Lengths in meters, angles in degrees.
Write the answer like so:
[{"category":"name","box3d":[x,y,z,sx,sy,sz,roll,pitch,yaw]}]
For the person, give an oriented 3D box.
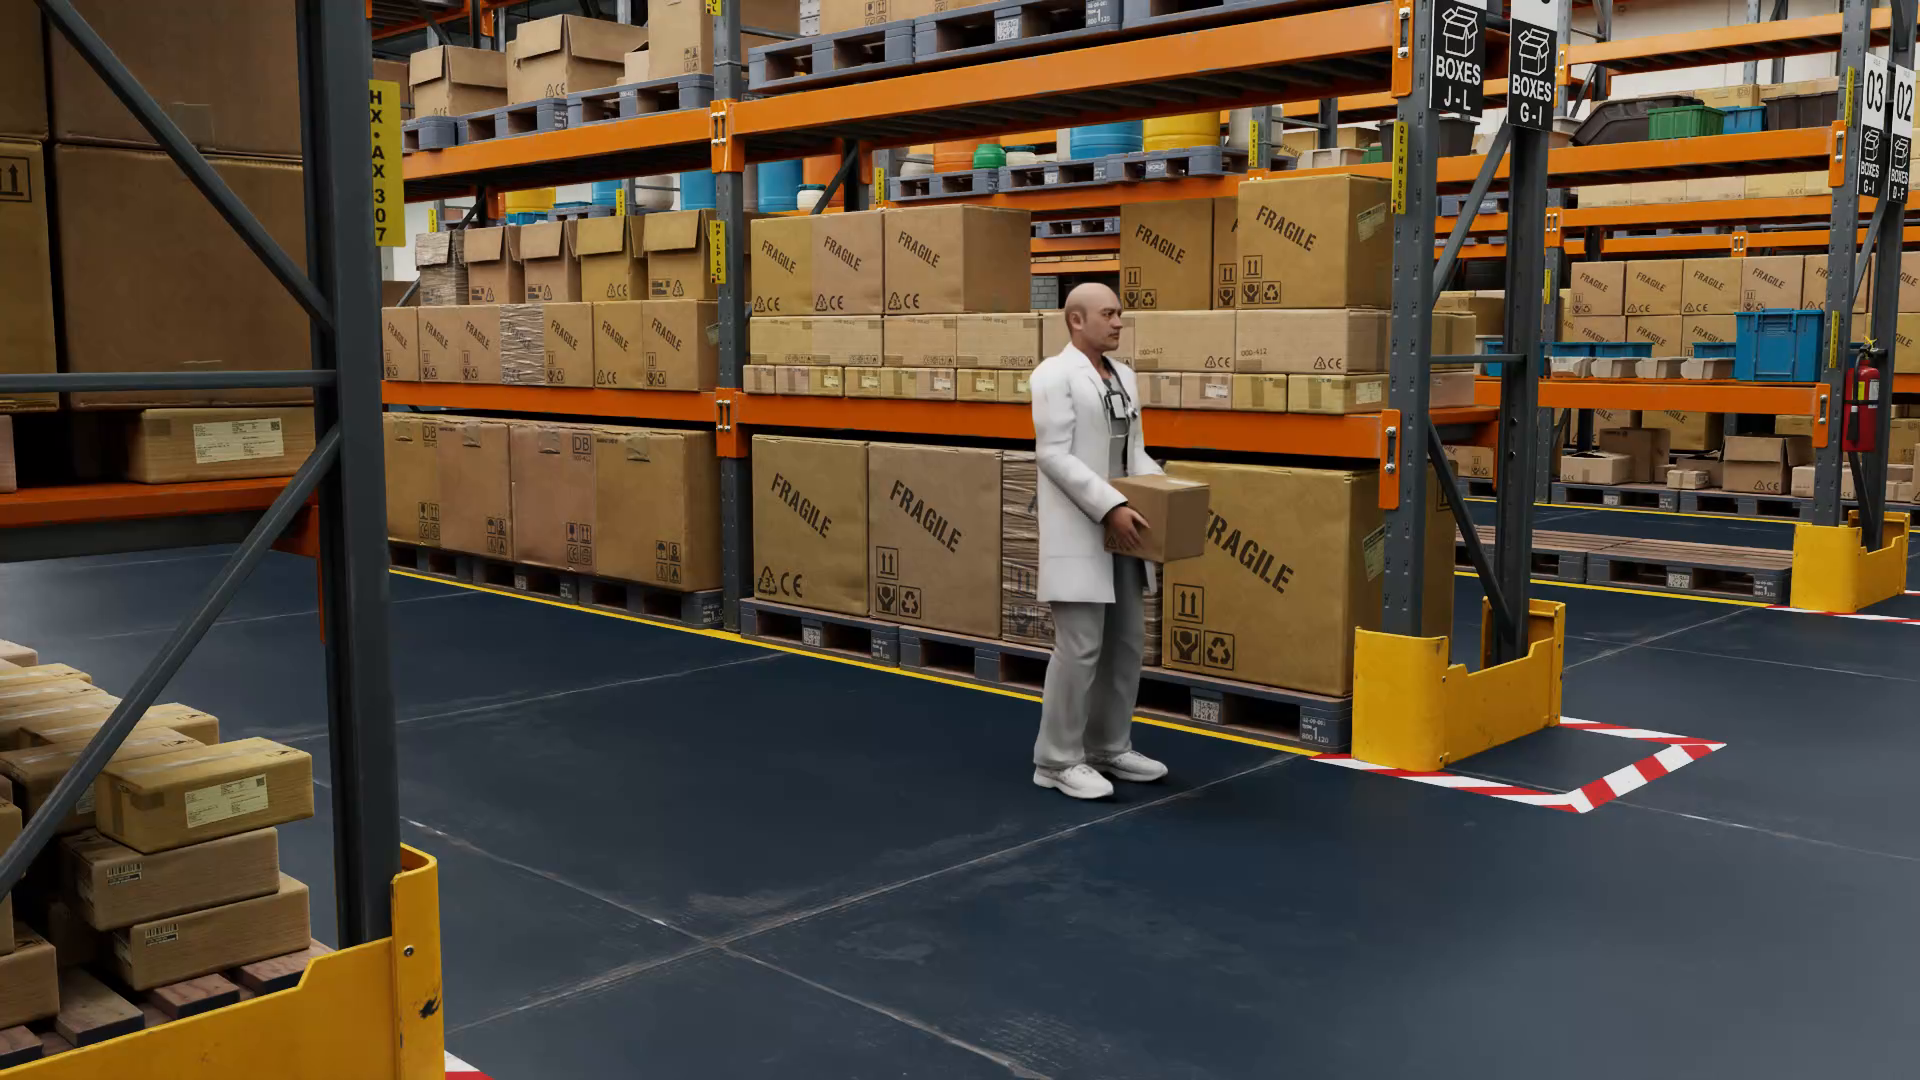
[{"category":"person","box3d":[0.535,-0.008,5.845,0.508,1.782,0.563,6,9,42]}]
